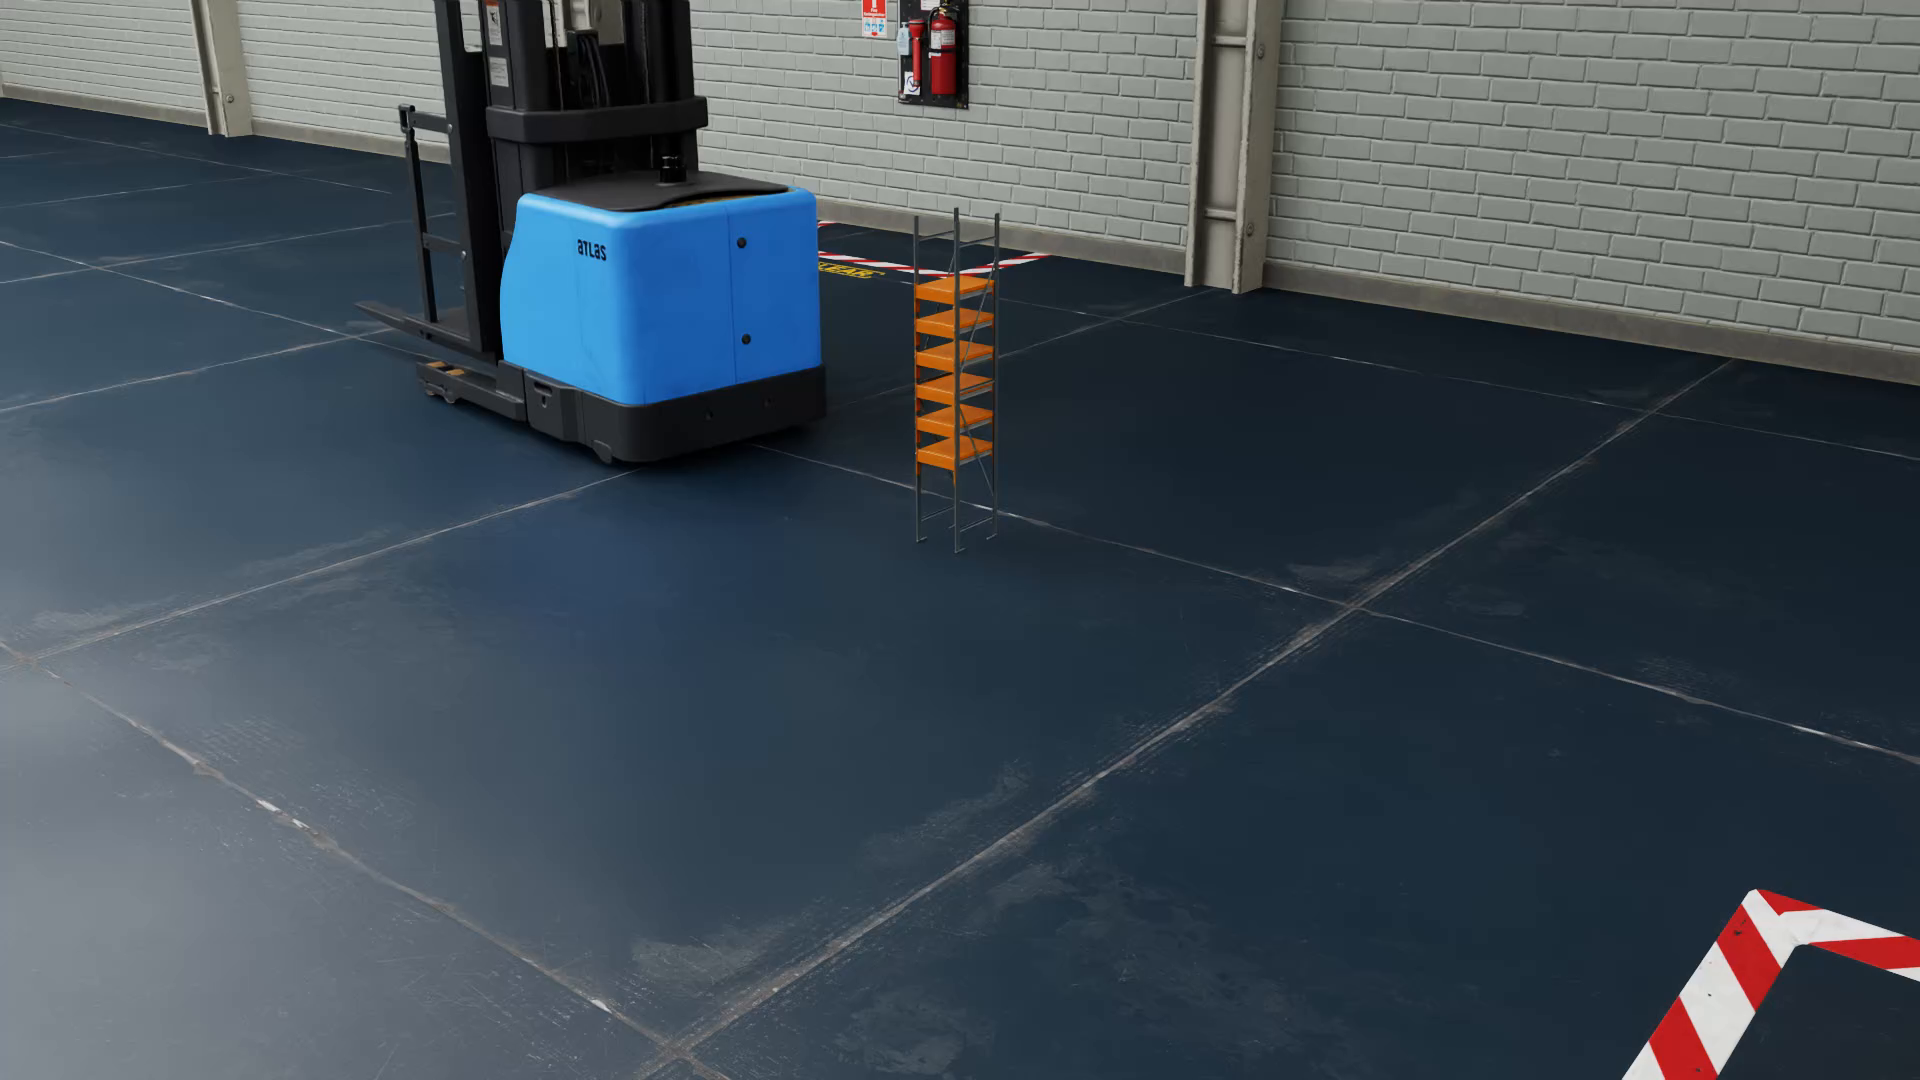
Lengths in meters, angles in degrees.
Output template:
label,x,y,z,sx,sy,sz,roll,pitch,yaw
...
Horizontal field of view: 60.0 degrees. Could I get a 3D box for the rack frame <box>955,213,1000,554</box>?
label,x,y,z,sx,sy,sz,roll,pitch,yaw
rack frame,0.060,-0.544,5.911,0.006,1.200,0.240,16,26,36

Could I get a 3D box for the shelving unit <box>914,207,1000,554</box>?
label,x,y,z,sx,sy,sz,roll,pitch,yaw
shelving unit,-0.011,-0.565,5.965,0.189,1.200,0.258,16,26,36

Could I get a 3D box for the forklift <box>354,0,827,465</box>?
label,x,y,z,sx,sy,sz,roll,pitch,yaw
forklift,-1.968,-2.122,7.641,1.130,2.935,3.031,-18,27,-40

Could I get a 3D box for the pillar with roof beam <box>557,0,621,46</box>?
label,x,y,z,sx,sy,sz,roll,pitch,yaw
pillar with roof beam,-5.723,-5.960,9.218,0.400,9.000,9.100,16,26,36

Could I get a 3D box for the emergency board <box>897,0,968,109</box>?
label,x,y,z,sx,sy,sz,roll,pitch,yaw
emergency board,-0.243,-3.552,11.337,0.643,1.169,0.194,16,26,36

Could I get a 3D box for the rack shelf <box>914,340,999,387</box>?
label,x,y,z,sx,sy,sz,roll,pitch,yaw
rack shelf,-0.011,-0.635,5.938,0.180,0.103,0.258,16,26,36

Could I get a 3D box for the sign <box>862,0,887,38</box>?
label,x,y,z,sx,sy,sz,roll,pitch,yaw
sign,-0.606,-3.721,11.733,0.234,0.329,0.001,16,26,36

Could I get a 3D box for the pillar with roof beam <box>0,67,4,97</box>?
label,x,y,z,sx,sy,sz,roll,pitch,yaw
pillar with roof beam,-15.019,-8.637,16.318,0.400,9.000,9.100,16,26,36

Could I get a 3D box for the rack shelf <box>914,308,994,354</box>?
label,x,y,z,sx,sy,sz,roll,pitch,yaw
rack shelf,-0.011,-0.748,5.896,0.180,0.103,0.258,16,26,36

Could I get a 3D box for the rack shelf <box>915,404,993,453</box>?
label,x,y,z,sx,sy,sz,roll,pitch,yaw
rack shelf,-0.011,-0.411,6.023,0.180,0.103,0.258,16,26,36

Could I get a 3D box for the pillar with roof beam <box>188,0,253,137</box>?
label,x,y,z,sx,sy,sz,roll,pitch,yaw
pillar with roof beam,-10.371,-7.298,12.768,0.400,9.000,9.100,16,26,36

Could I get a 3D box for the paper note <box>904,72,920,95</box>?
label,x,y,z,sx,sy,sz,roll,pitch,yaw
paper note,-0.336,-3.199,11.648,0.142,0.148,0.016,16,26,36

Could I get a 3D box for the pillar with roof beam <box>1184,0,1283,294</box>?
label,x,y,z,sx,sy,sz,roll,pitch,yaw
pillar with roof beam,-1.074,-4.621,5.669,0.400,9.000,9.100,16,26,36

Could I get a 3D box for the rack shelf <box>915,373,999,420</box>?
label,x,y,z,sx,sy,sz,roll,pitch,yaw
rack shelf,-0.011,-0.523,5.981,0.180,0.103,0.258,16,26,36

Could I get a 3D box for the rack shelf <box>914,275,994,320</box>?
label,x,y,z,sx,sy,sz,roll,pitch,yaw
rack shelf,-0.011,-0.860,5.854,0.180,0.103,0.258,16,26,36

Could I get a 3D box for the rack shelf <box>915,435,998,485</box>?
label,x,y,z,sx,sy,sz,roll,pitch,yaw
rack shelf,-0.011,-0.298,6.065,0.180,0.103,0.258,16,26,36

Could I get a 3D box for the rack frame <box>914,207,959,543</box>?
label,x,y,z,sx,sy,sz,roll,pitch,yaw
rack frame,-0.082,-0.585,6.019,0.006,1.200,0.240,16,26,36
